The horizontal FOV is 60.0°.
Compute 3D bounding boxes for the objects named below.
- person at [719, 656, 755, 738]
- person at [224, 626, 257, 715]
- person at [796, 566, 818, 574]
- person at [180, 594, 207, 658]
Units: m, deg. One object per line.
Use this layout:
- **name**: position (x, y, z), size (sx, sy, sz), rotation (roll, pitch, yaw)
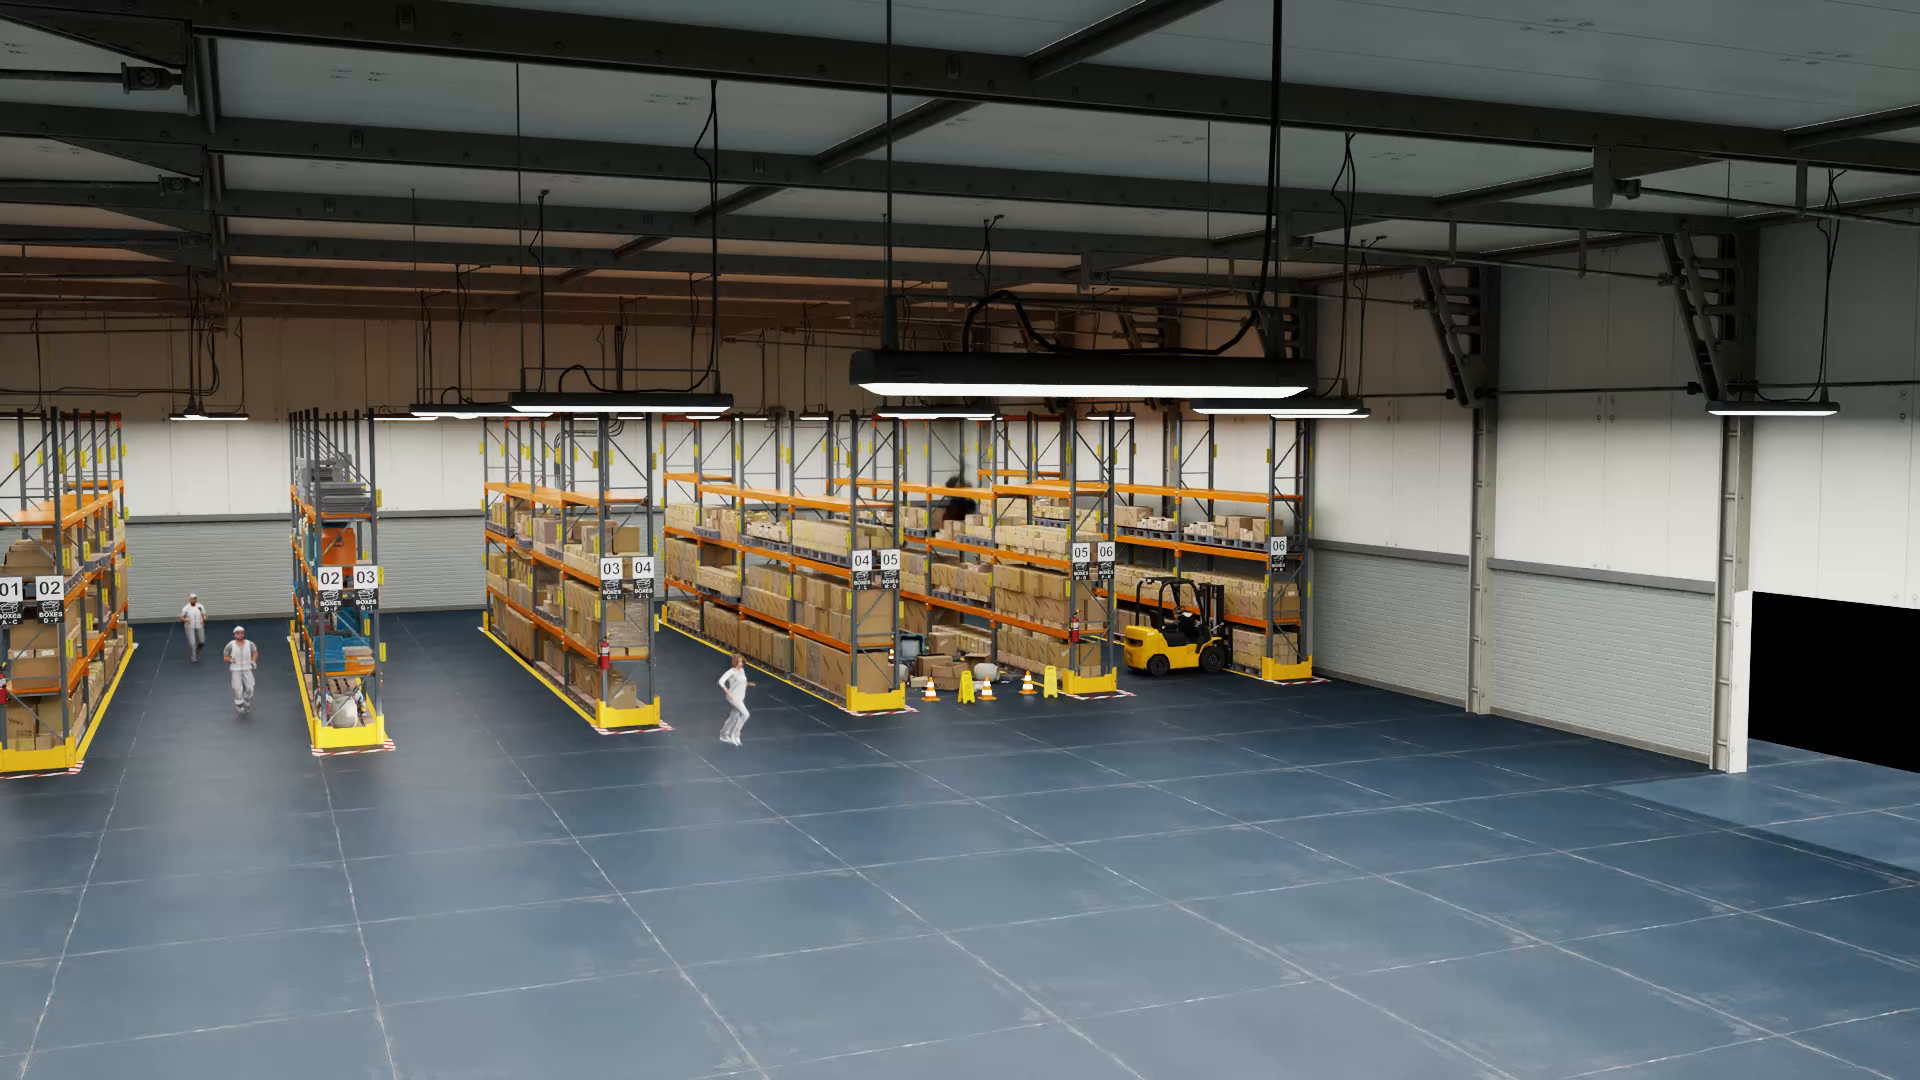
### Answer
- **person**: position (-3.973, 2.785, 29.616), size (0.679, 1.468, 0.507), rotation (1, 4, 17)
- **person**: position (-13.998, 2.563, 32.413), size (0.616, 1.750, 0.594), rotation (-2, 5, -31)
- **person**: position (-4.679, 1.236, 50.970), size (0.994, 1.781, 0.683), rotation (-2, 4, -21)
- **person**: position (-18.381, 2.079, 39.953), size (0.598, 1.555, 0.515), rotation (-3, 5, -34)
